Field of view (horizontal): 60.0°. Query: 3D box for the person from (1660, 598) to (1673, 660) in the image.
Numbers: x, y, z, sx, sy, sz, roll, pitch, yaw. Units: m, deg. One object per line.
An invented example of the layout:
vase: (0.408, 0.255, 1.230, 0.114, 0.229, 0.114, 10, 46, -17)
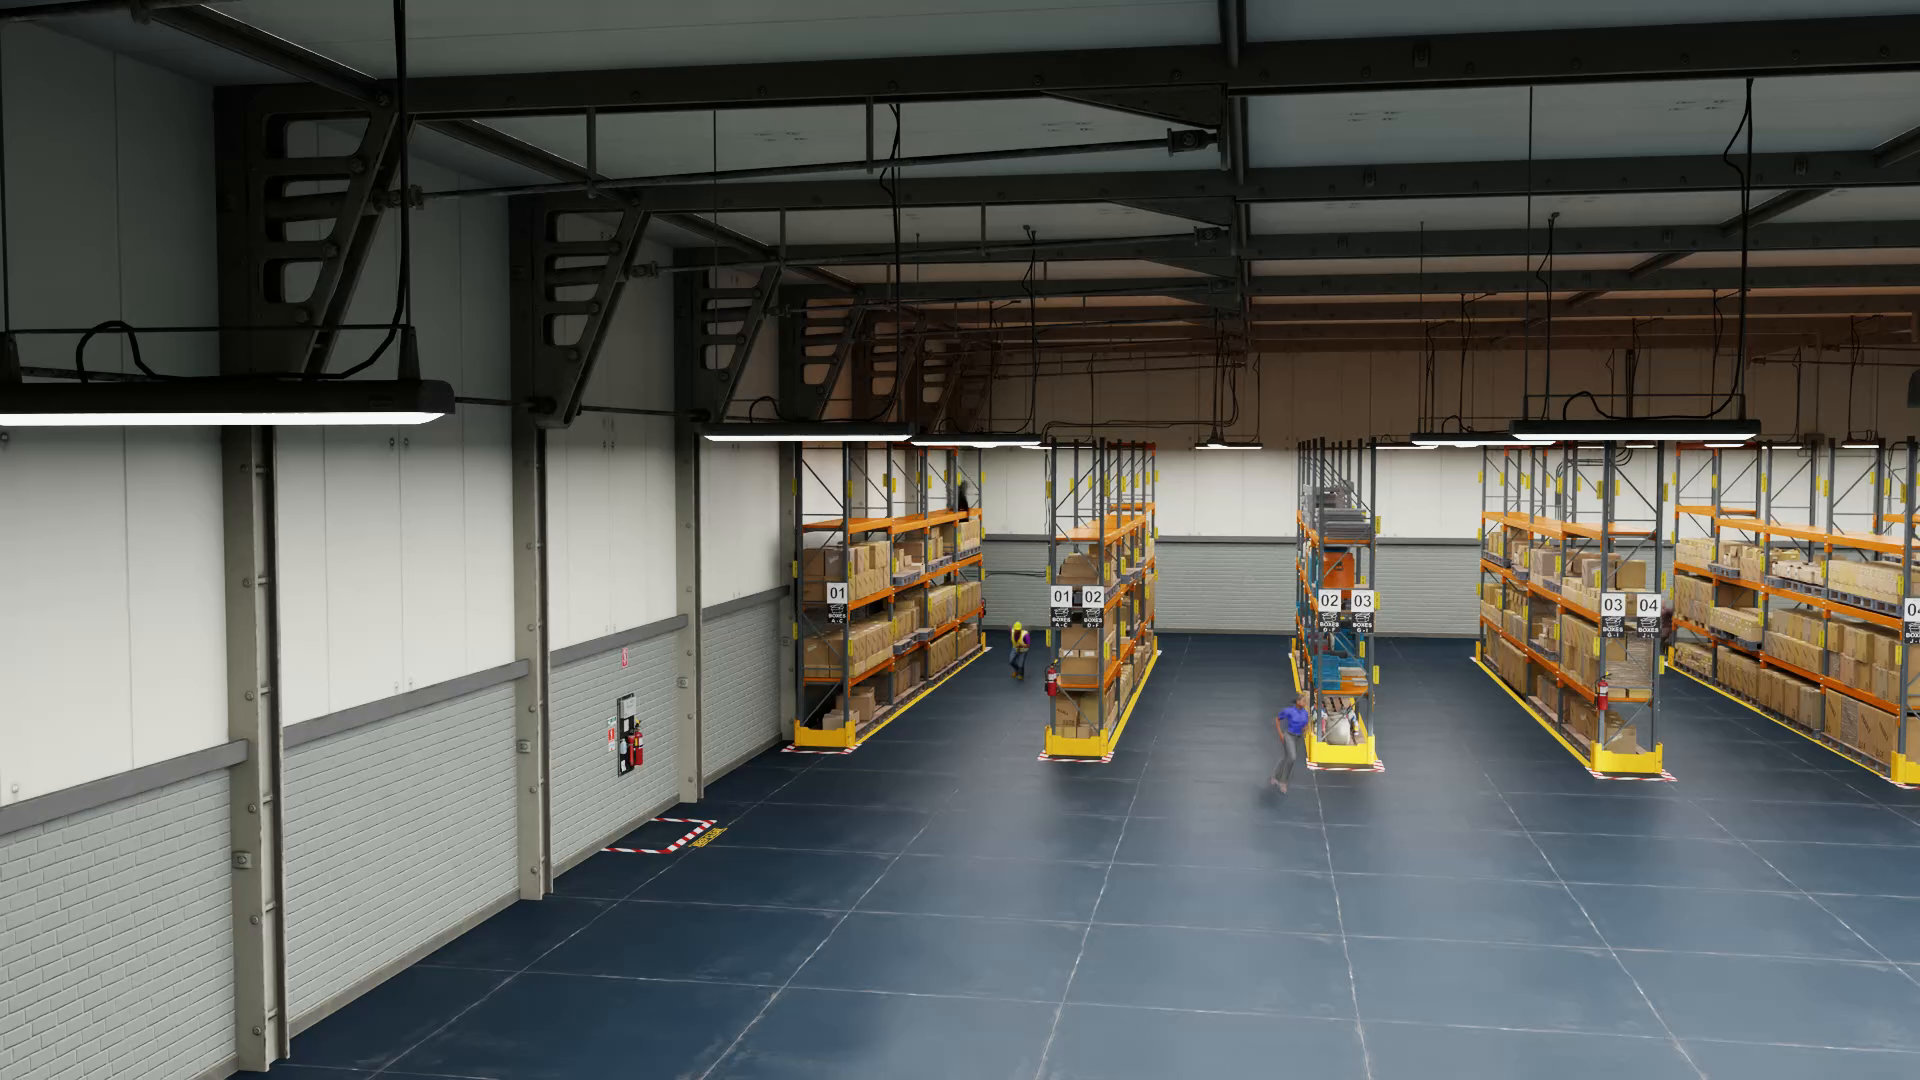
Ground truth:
person: (19.343, 2.452, 45.647, 0.707, 1.713, 0.747, -1, 3, -11)

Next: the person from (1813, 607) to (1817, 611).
person: (21.674, 2.574, 42.309, 0.692, 1.752, 1.063, -1, 3, -11)

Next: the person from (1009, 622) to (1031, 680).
person: (1.468, 2.759, 41.422, 0.730, 1.509, 1.014, 1, 3, 23)

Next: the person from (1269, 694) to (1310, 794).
person: (5.559, 3.416, 28.260, 0.745, 1.623, 0.720, -2, 3, -30)
